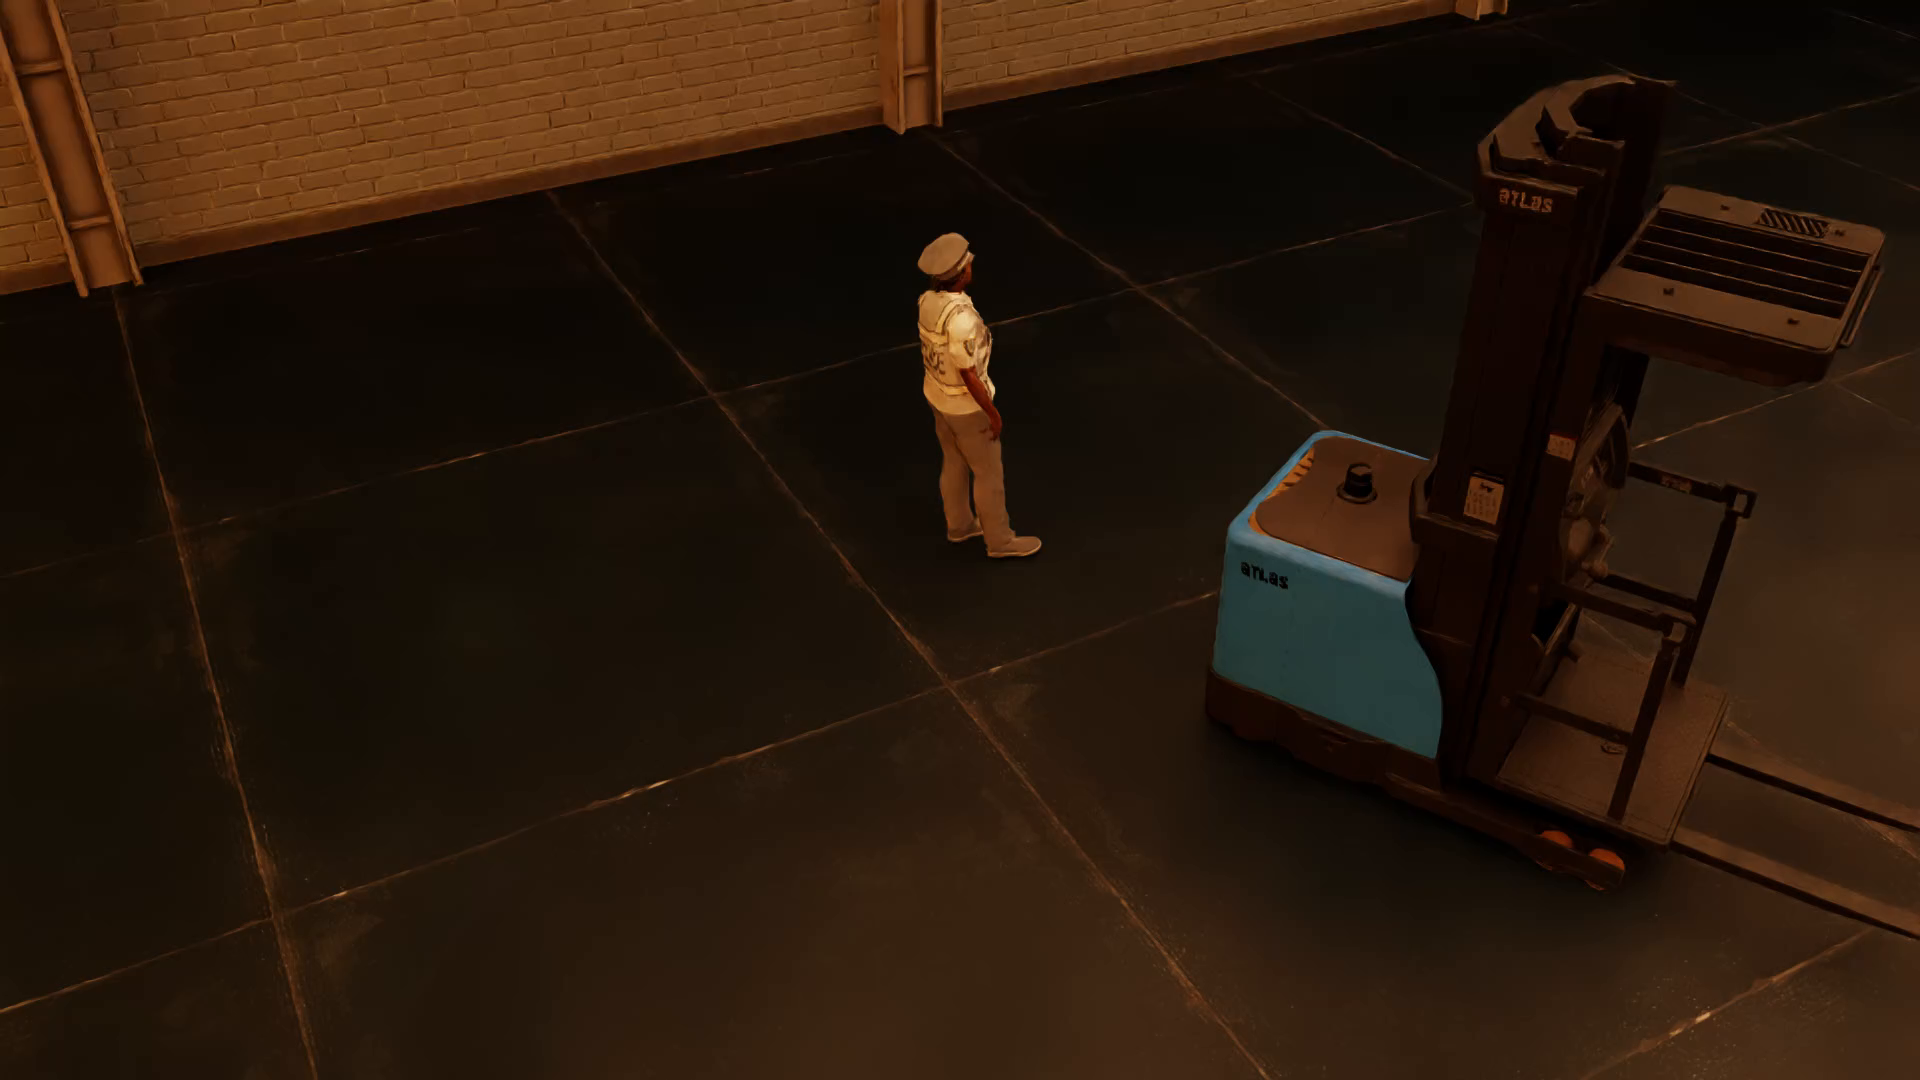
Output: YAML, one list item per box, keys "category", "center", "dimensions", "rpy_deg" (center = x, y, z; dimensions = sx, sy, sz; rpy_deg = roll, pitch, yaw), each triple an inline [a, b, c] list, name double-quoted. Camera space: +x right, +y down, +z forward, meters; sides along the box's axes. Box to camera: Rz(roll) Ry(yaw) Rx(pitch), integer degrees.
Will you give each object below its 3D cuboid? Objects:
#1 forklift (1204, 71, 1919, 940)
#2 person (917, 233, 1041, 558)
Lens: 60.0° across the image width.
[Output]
- category: "forklift"
  center: [2.612, -0.143, 6.325]
  dimensions: [3.031, 2.935, 1.130]
  rpy_deg: [21, 40, 27]
- category: "person"
  center: [0.075, -0.707, 8.184]
  dimensions: [0.529, 1.691, 0.570]
  rpy_deg: [-17, 39, -23]
